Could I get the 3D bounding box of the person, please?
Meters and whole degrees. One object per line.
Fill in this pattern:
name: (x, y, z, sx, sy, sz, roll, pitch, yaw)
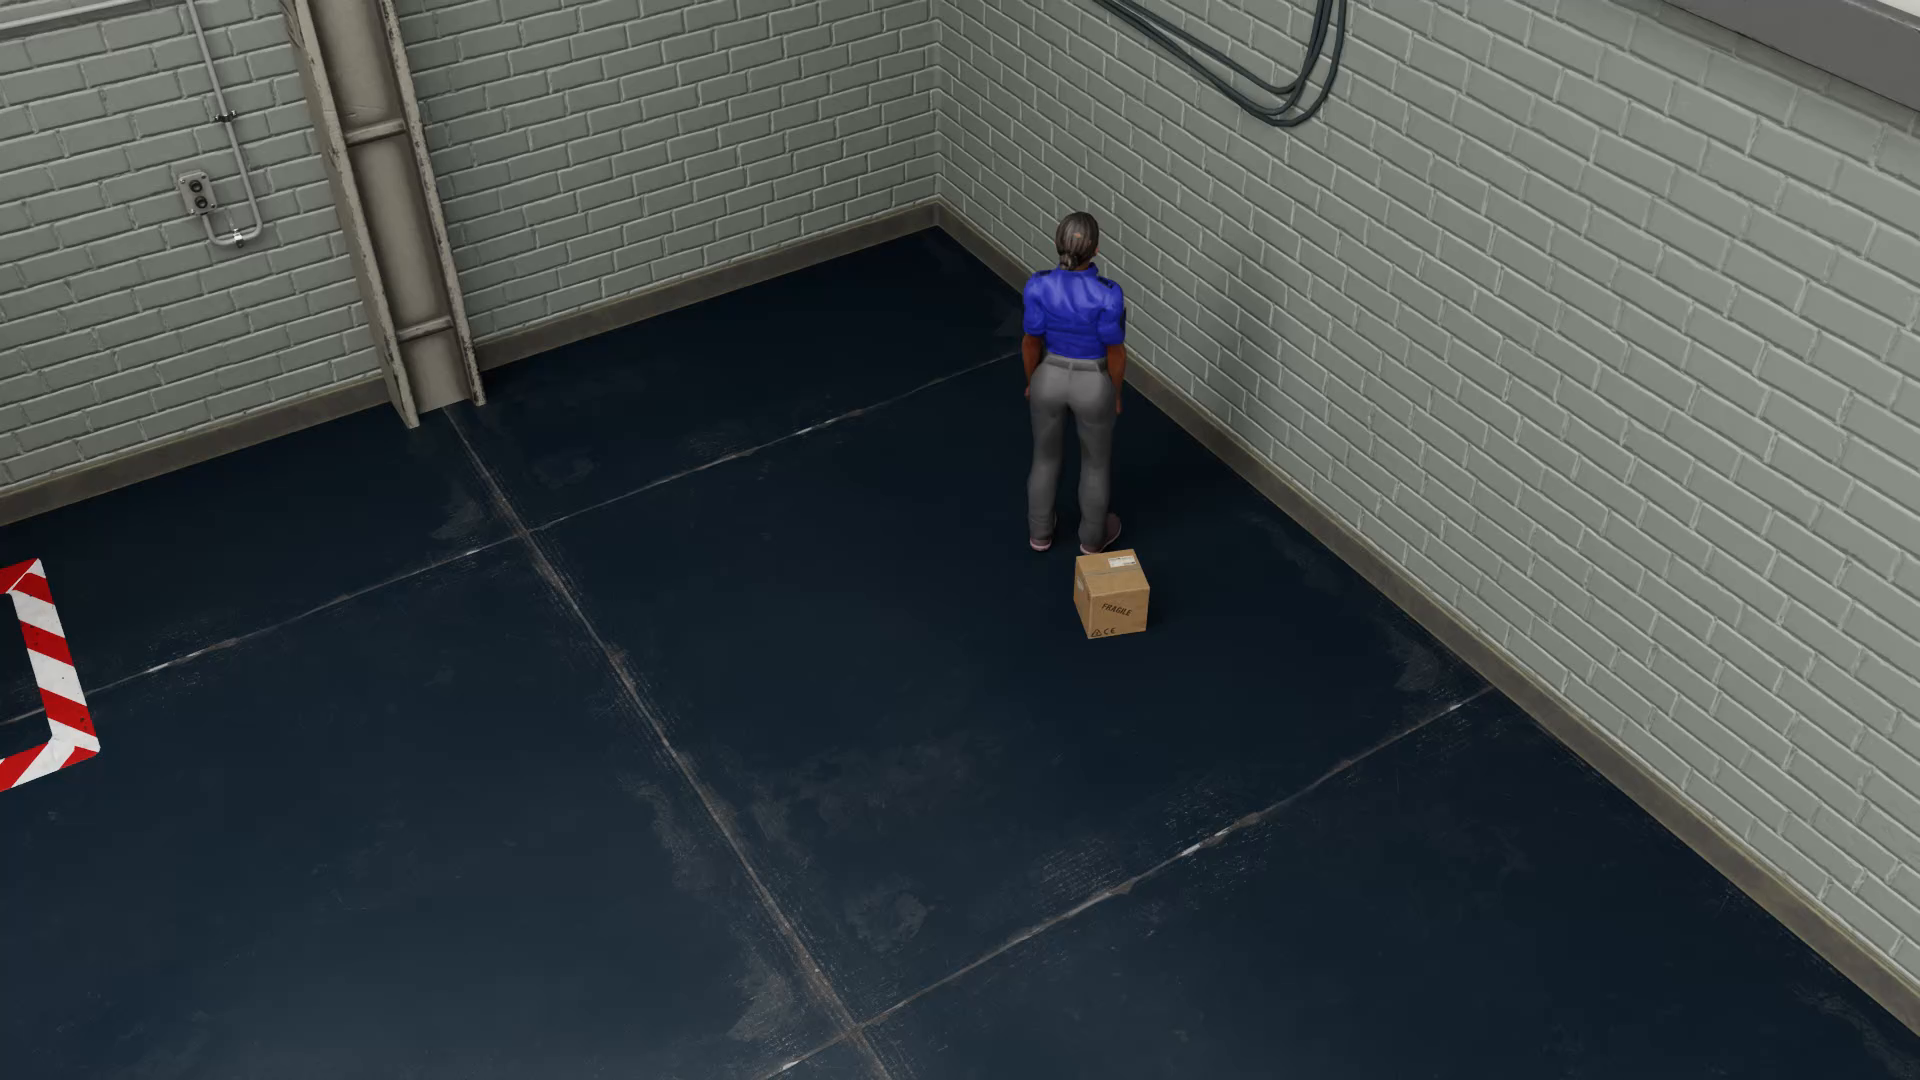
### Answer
person: (0.480, -0.636, 6.893, 0.446, 1.659, 0.339, 10, 42, 12)
